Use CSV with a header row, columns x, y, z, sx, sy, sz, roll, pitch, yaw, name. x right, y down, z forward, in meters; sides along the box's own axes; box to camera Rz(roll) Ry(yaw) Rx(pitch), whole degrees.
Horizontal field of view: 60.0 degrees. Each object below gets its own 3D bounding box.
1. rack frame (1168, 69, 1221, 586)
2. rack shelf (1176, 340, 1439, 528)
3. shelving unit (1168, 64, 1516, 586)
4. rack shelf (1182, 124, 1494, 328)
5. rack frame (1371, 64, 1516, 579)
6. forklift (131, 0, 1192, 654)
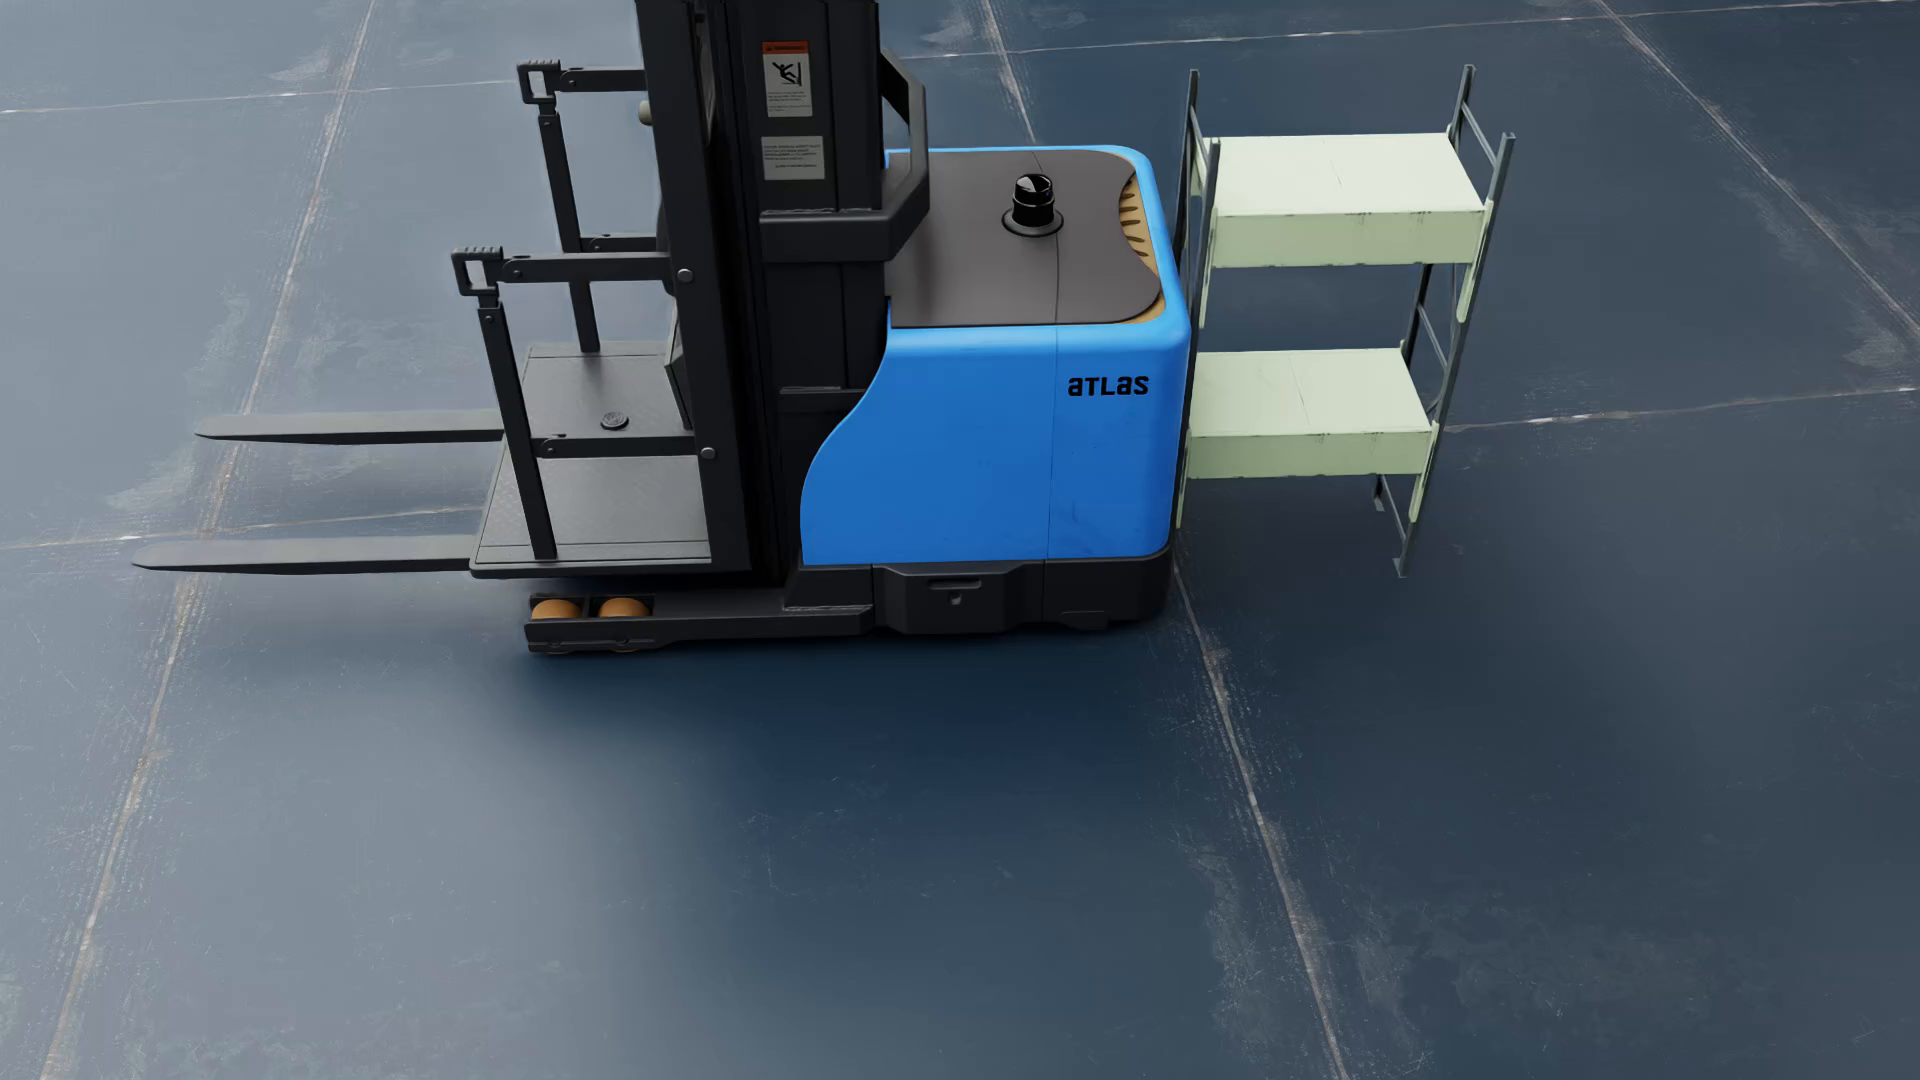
x,y,z,sx,sy,sz,roll,pitch,yaw,name
0.625,-0.551,4.741,0.023,1.500,0.400,-1,42,-2,rack frame
0.991,-0.318,4.970,0.720,0.370,0.431,-1,42,-2,rack shelf
0.991,-0.560,4.752,0.755,1.500,0.431,-1,42,-2,shelving unit
0.991,-0.850,4.490,0.720,0.370,0.431,-1,42,-2,rack shelf
1.356,-0.570,4.762,0.023,1.500,0.400,-1,42,-2,rack frame
-0.915,-1.116,4.299,3.031,2.935,1.130,-1,42,-2,forklift
